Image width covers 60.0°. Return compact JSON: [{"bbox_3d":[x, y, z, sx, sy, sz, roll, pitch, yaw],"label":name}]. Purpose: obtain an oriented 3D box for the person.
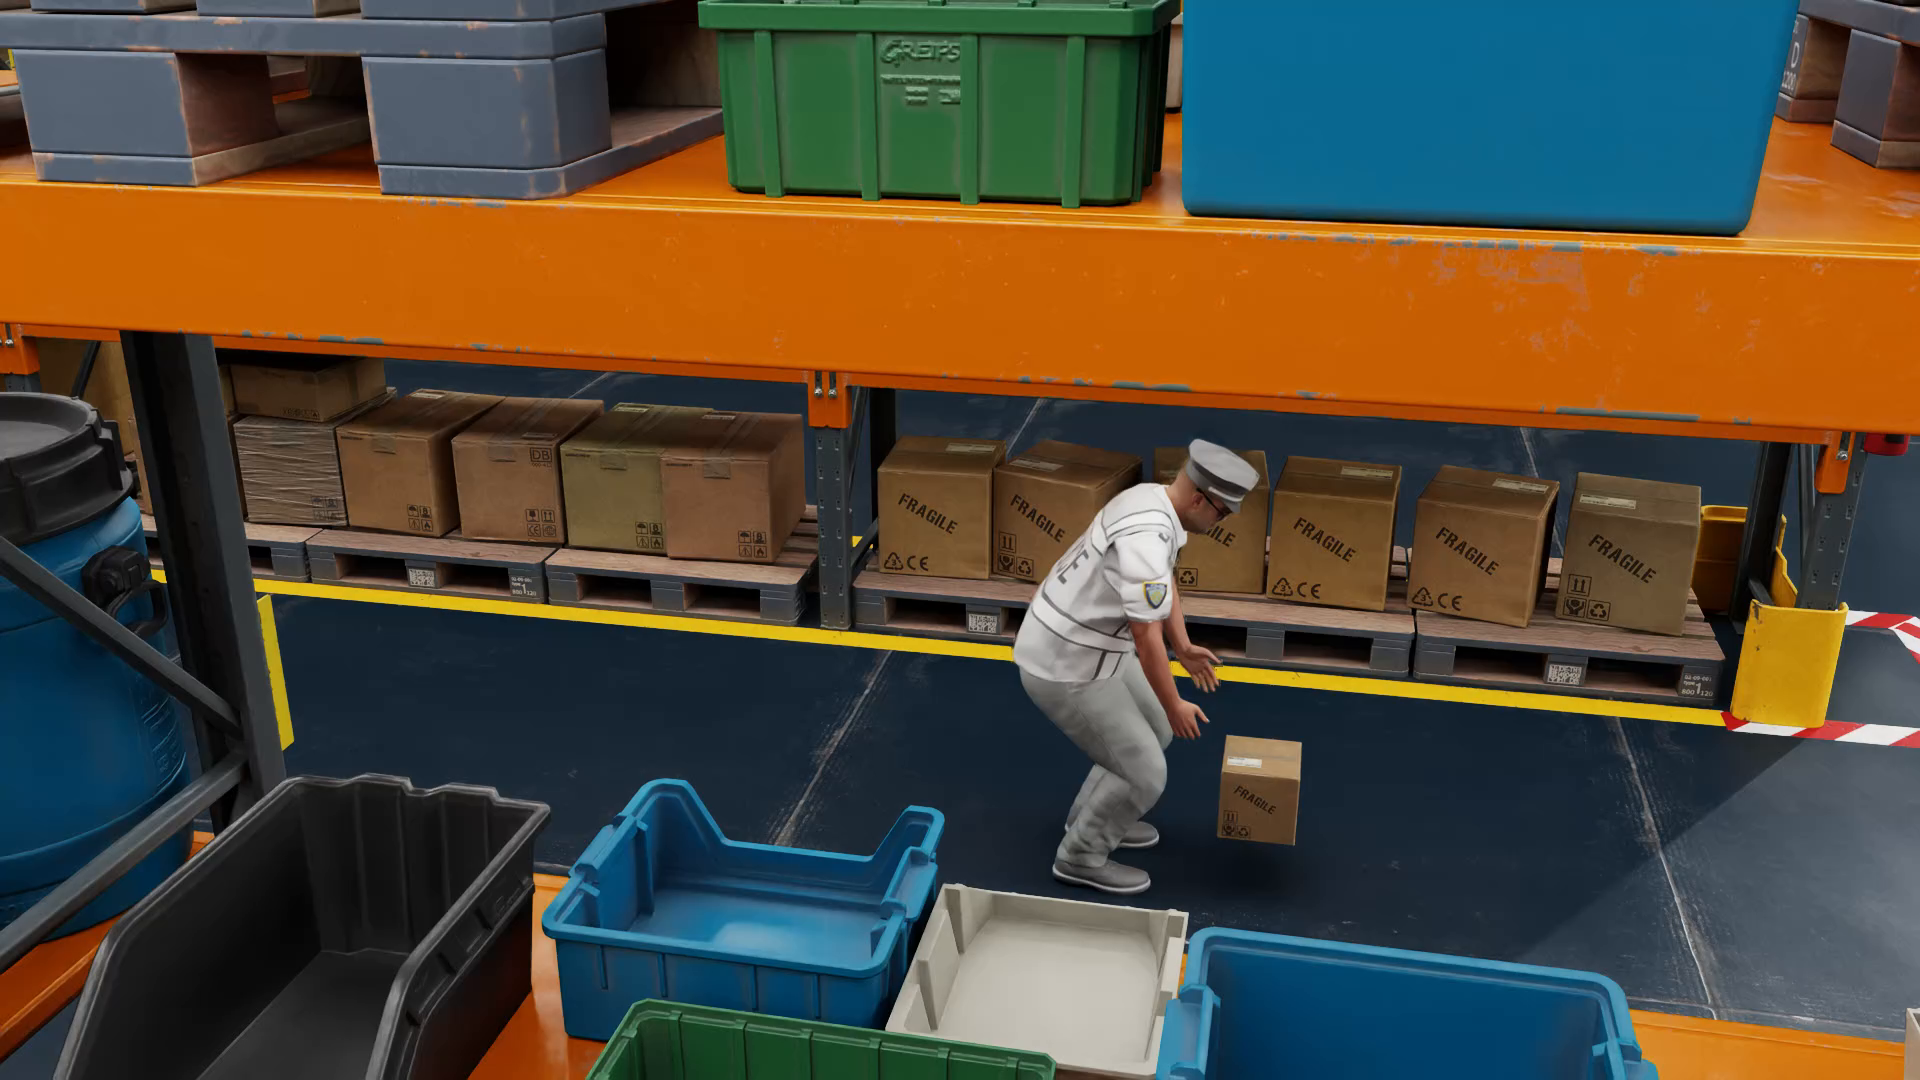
[{"bbox_3d":[0.560,0.393,5.446,0.749,1.491,0.589,4,22,11],"label":"person"}]
